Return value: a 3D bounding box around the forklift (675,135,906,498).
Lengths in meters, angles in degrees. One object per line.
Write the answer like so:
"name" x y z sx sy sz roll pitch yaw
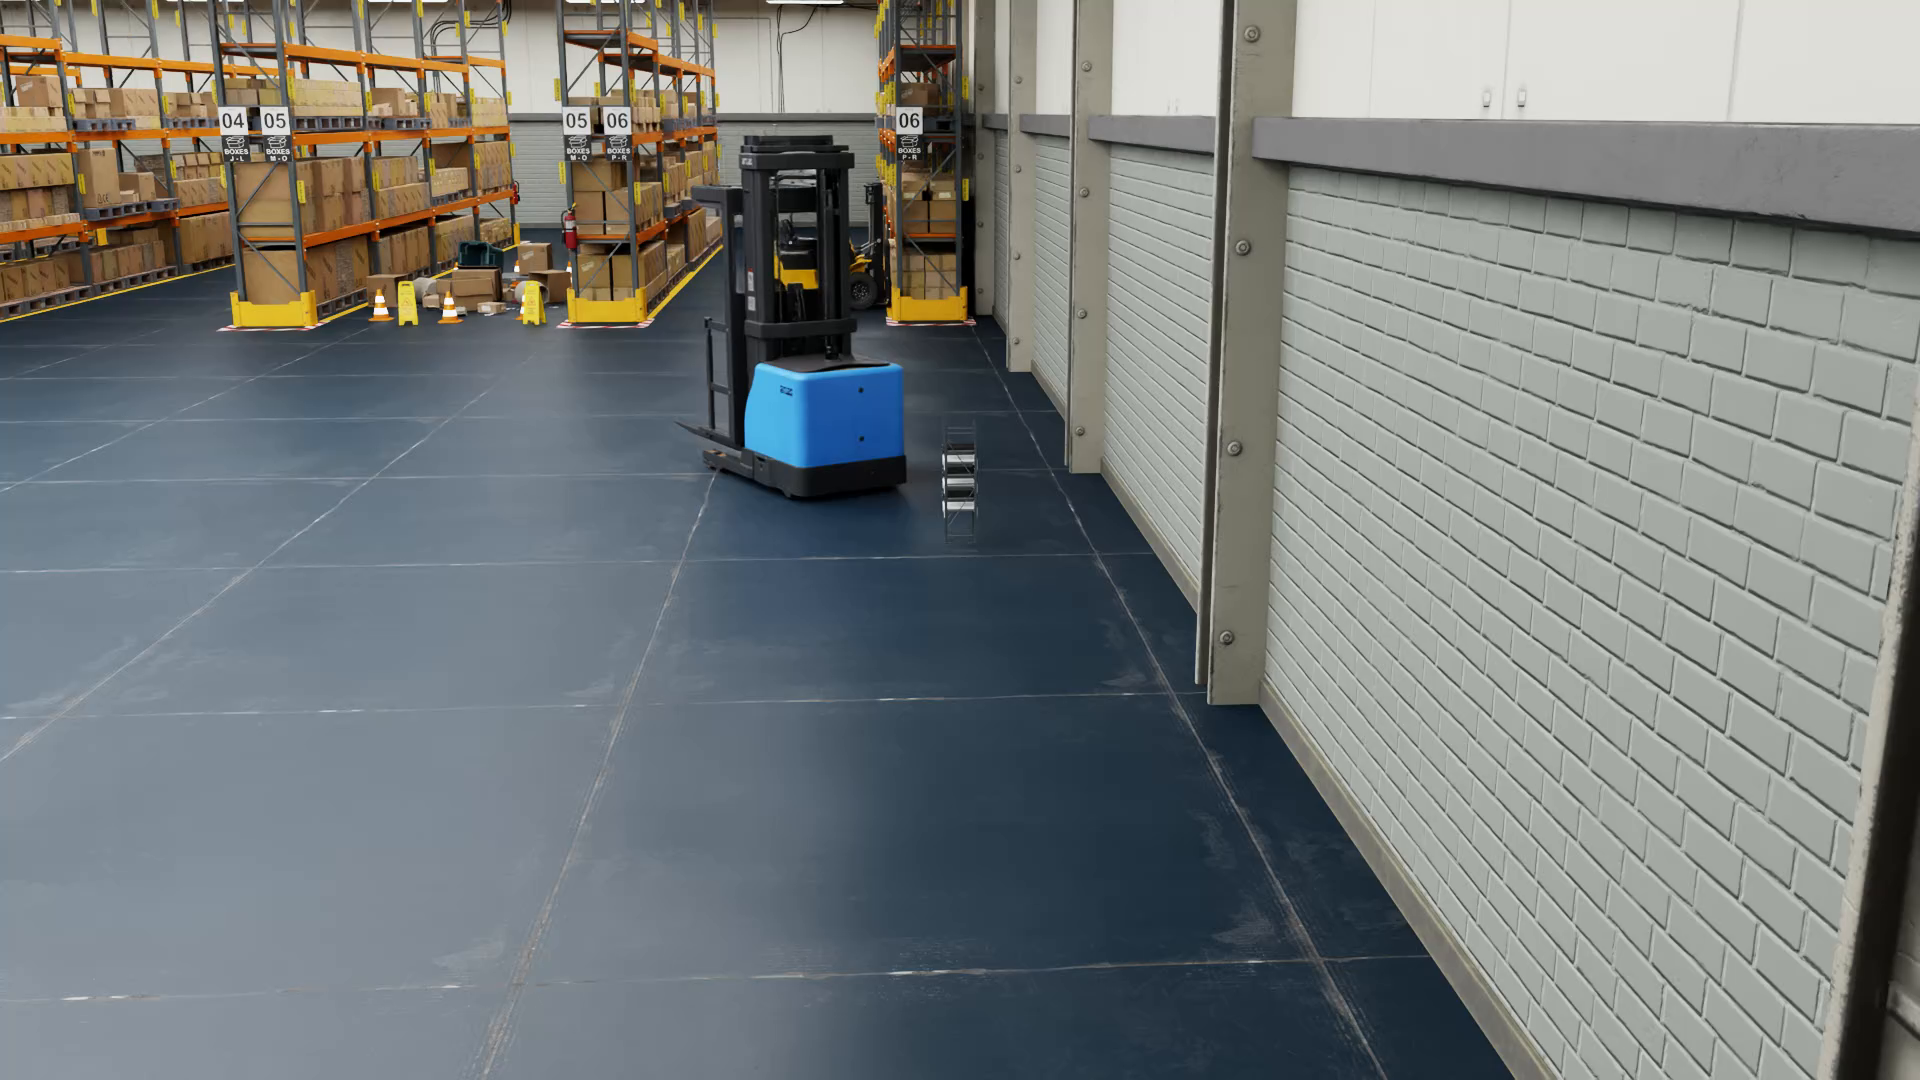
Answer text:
"forklift" -1.672 -2.084 14.743 1.130 2.935 3.031 -9 17 -31

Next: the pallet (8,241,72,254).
"pallet" -21.170 -6.711 38.184 1.003 0.211 1.213 -1 14 -3

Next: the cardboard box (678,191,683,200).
"cardboard box" -5.482 -6.555 31.643 0.380 0.149 0.250 -1 14 -2

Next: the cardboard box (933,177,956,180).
"cardboard box" -0.256 -5.816 27.010 0.380 0.149 0.250 -1 14 -5

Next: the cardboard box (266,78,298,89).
"cardboard box" -10.067 -6.775 24.679 0.380 0.149 0.250 -1 14 -3

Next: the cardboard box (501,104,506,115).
"cardboard box" -11.072 -10.209 39.463 0.500 0.250 0.500 -1 14 -5

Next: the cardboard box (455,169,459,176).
"cardboard box" -10.839 -7.779 35.209 0.380 0.149 0.250 -1 14 -4

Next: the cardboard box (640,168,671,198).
"cardboard box" -5.420 -6.331 29.474 0.500 0.500 0.500 -1 14 -2

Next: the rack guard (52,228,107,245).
"rack guard" -21.269 -7.365 40.147 1.175 0.500 0.348 -1 14 -3

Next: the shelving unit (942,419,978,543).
"shelving unit" -0.001 -0.438 12.422 0.258 0.900 0.210 -1 14 -3

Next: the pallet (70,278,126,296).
"pallet" -15.618 -4.505 29.611 1.003 0.211 1.213 -1 14 -3

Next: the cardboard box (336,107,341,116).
"cardboard box" -10.189 -6.893 26.739 0.380 0.149 0.250 -1 14 -4

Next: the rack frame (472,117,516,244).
"rack frame" -11.355 -8.697 40.310 1.000 3.000 0.127 -1 14 -3

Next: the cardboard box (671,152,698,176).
"cardboard box" -5.843 -7.975 35.293 0.500 0.500 0.500 0 14 -2

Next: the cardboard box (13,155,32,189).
"cardboard box" -15.176 -5.858 26.468 0.500 0.500 0.500 -1 14 -3

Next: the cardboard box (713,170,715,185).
"cardboard box" -6.069 -8.479 39.259 0.500 0.500 0.500 0 14 -2

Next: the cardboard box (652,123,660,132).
"cardboard box" -5.353 -7.072 28.476 0.380 0.149 0.250 -1 14 -3

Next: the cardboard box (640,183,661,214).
"cardboard box" -5.363 -5.772 28.144 0.500 0.500 0.500 0 14 -2

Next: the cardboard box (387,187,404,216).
"cardboard box" -10.436 -6.146 30.194 0.500 0.500 0.500 -1 14 -4

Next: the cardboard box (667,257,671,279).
"cardboard box" -5.712 -4.876 29.887 0.950 0.372 0.625 -1 14 -3

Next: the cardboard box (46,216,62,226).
"cardboard box" -15.173 -5.305 27.630 0.380 0.149 0.250 -1 14 -3

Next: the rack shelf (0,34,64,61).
"rack shelf" -15.444 -7.720 25.920 1.077 0.370 4.000 -1 14 -3

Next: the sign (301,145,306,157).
"sign" -15.769 -9.326 39.955 0.100 0.325 0.005 -1 14 -3

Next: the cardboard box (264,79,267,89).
"cardboard box" -10.771 -6.956 25.382 0.380 0.149 0.250 -1 14 -2

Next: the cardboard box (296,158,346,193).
"cardboard box" -10.576 -5.945 27.144 0.875 0.550 0.550 -1 14 -3

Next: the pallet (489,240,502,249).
"pallet" -11.263 -6.823 38.620 1.003 0.211 1.213 -1 14 -3

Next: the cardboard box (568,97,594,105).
"cardboard box" -5.745 -6.617 25.106 0.380 0.149 0.250 -1 14 -3

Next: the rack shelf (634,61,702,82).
"rack shelf" -6.049 -9.670 34.297 1.077 0.370 4.000 -1 14 -3

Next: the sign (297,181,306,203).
"sign" -9.809 -5.183 24.754 0.100 0.325 0.005 -1 14 -3

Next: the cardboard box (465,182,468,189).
"cardboard box" -10.885 -7.689 36.051 0.380 0.149 0.250 -1 14 -5

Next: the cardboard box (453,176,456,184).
"cardboard box" -10.819 -7.573 35.002 0.380 0.149 0.250 -2 15 -6

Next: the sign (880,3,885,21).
"sign" -1.512 -10.272 32.357 0.100 0.325 0.005 -1 14 -3

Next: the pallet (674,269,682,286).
"pallet" -5.805 -4.962 31.387 1.003 0.211 1.213 -1 14 -3

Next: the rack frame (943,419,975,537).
"rack frame" -0.007 -0.463 12.520 0.240 0.900 0.006 -1 14 -3

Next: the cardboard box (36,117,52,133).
"cardboard box" -15.257 -6.802 27.225 0.500 0.250 0.500 -1 14 -2

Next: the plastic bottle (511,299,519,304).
"plastic bottle" -7.469 -4.042 28.112 0.133 0.061 0.283 2 15 6

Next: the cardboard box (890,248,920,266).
"cardboard box" -0.894 -4.615 27.113 0.500 0.250 0.500 -1 14 -3

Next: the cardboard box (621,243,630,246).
"cardboard box" -5.865 -4.766 28.199 0.500 0.500 0.500 0 14 -1

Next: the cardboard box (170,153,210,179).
"cardboard box" -15.931 -7.701 34.225 0.797 0.503 0.637 0 14 -2

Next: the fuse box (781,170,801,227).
"fuse box" -4.688 -9.573 46.299 0.539 1.711 0.414 -1 14 -3

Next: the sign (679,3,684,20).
"sign" -5.384 -10.216 32.140 0.100 0.325 0.005 -1 14 -3

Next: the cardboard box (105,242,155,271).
"cardboard box" -15.707 -5.355 31.452 0.700 0.500 0.500 -2 15 -8

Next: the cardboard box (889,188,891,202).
"cardboard box" -1.009 -6.180 29.823 0.500 0.250 0.500 -1 14 -5

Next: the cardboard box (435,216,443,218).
"cardboard box" -11.289 -6.738 35.365 0.500 0.250 0.500 0 14 -2

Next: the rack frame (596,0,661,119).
"rack frame" -5.677 -8.720 28.358 1.000 3.000 0.127 -1 14 -3

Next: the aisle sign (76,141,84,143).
"aisle sign" -20.967 -9.851 39.576 0.394 0.787 0.004 -1 14 -3

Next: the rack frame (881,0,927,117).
"rack frame" -1.219 -10.787 36.392 1.000 3.000 0.127 -1 14 -3

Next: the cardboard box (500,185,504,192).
"cardboard box" -11.005 -8.311 39.314 0.380 0.149 0.250 0 14 -2
